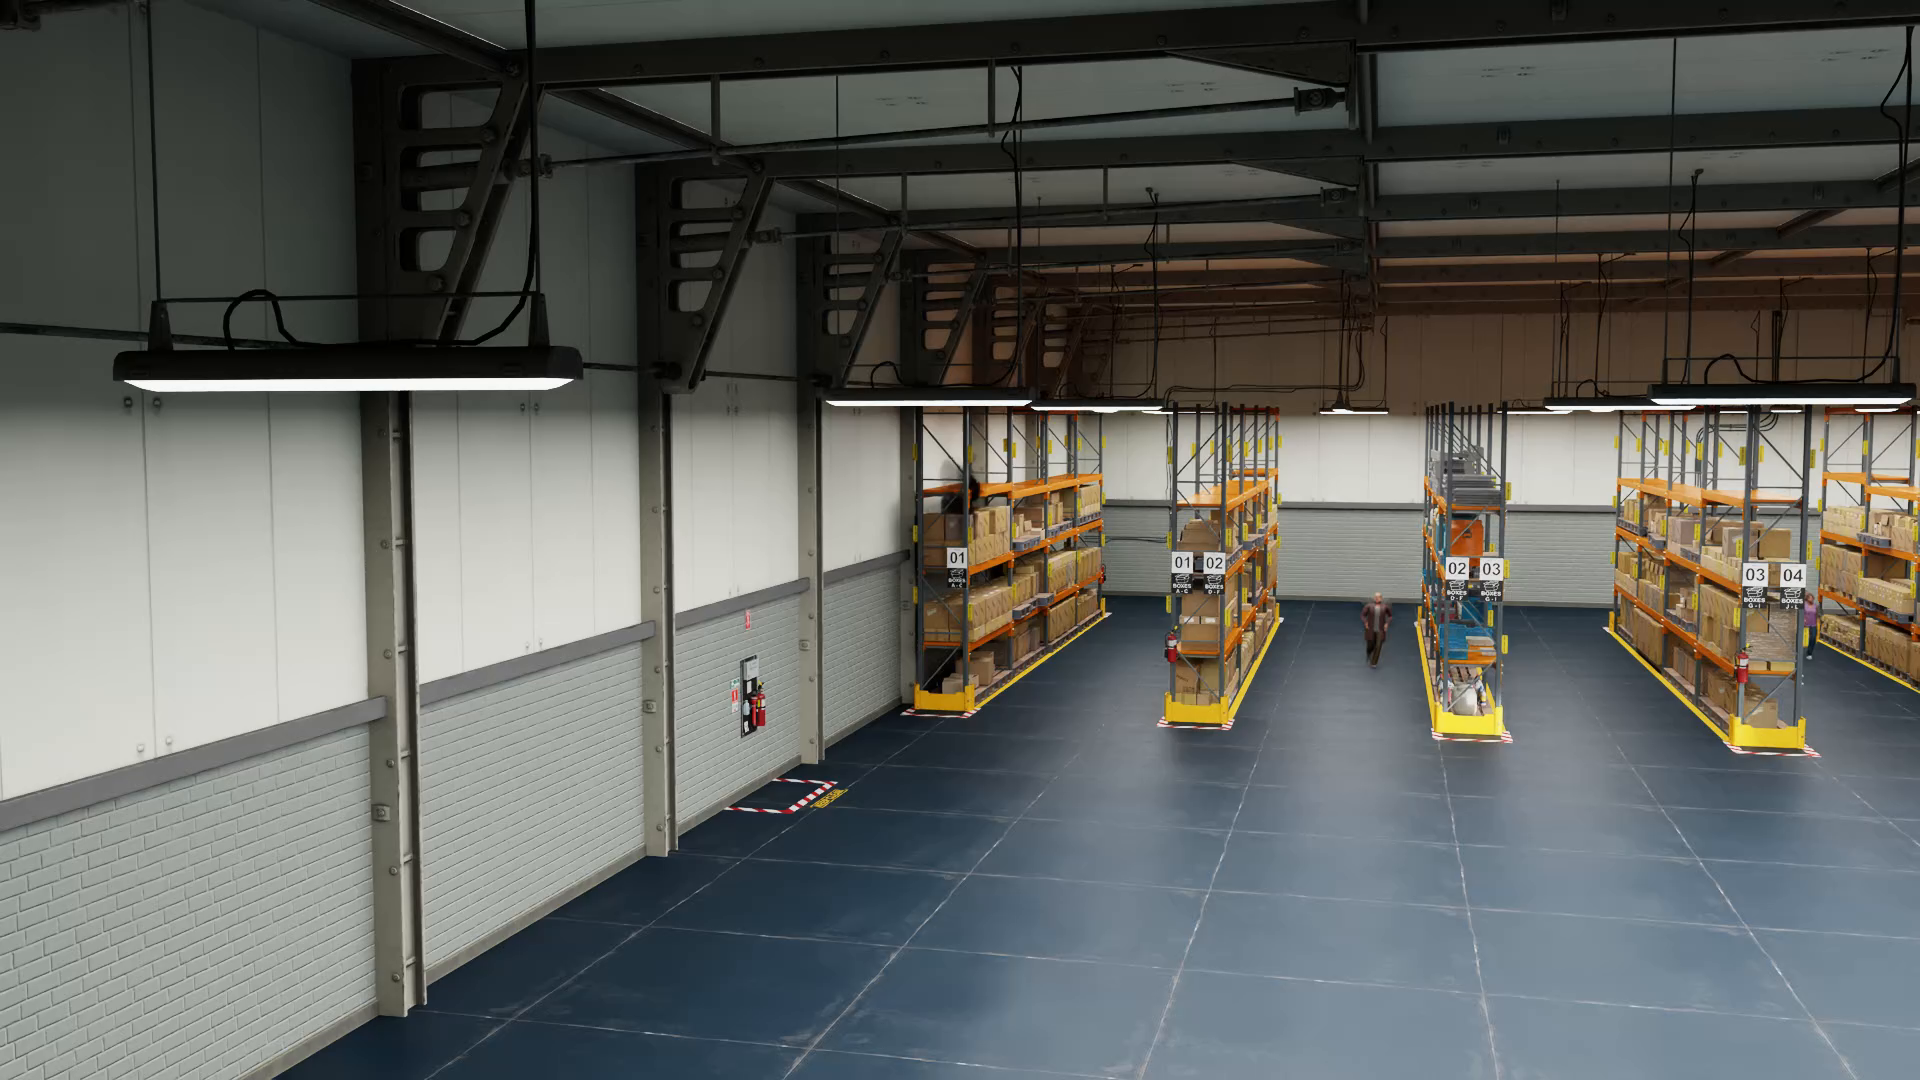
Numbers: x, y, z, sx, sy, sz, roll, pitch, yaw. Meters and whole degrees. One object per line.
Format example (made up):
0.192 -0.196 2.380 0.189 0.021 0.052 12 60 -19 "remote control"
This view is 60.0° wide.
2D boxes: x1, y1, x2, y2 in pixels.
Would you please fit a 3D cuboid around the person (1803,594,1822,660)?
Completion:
20.110 2.040 39.379 0.540 1.549 0.581 1 4 14 "person"

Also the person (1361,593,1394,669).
9.527 2.065 37.970 0.750 1.729 0.716 1 4 14 "person"
